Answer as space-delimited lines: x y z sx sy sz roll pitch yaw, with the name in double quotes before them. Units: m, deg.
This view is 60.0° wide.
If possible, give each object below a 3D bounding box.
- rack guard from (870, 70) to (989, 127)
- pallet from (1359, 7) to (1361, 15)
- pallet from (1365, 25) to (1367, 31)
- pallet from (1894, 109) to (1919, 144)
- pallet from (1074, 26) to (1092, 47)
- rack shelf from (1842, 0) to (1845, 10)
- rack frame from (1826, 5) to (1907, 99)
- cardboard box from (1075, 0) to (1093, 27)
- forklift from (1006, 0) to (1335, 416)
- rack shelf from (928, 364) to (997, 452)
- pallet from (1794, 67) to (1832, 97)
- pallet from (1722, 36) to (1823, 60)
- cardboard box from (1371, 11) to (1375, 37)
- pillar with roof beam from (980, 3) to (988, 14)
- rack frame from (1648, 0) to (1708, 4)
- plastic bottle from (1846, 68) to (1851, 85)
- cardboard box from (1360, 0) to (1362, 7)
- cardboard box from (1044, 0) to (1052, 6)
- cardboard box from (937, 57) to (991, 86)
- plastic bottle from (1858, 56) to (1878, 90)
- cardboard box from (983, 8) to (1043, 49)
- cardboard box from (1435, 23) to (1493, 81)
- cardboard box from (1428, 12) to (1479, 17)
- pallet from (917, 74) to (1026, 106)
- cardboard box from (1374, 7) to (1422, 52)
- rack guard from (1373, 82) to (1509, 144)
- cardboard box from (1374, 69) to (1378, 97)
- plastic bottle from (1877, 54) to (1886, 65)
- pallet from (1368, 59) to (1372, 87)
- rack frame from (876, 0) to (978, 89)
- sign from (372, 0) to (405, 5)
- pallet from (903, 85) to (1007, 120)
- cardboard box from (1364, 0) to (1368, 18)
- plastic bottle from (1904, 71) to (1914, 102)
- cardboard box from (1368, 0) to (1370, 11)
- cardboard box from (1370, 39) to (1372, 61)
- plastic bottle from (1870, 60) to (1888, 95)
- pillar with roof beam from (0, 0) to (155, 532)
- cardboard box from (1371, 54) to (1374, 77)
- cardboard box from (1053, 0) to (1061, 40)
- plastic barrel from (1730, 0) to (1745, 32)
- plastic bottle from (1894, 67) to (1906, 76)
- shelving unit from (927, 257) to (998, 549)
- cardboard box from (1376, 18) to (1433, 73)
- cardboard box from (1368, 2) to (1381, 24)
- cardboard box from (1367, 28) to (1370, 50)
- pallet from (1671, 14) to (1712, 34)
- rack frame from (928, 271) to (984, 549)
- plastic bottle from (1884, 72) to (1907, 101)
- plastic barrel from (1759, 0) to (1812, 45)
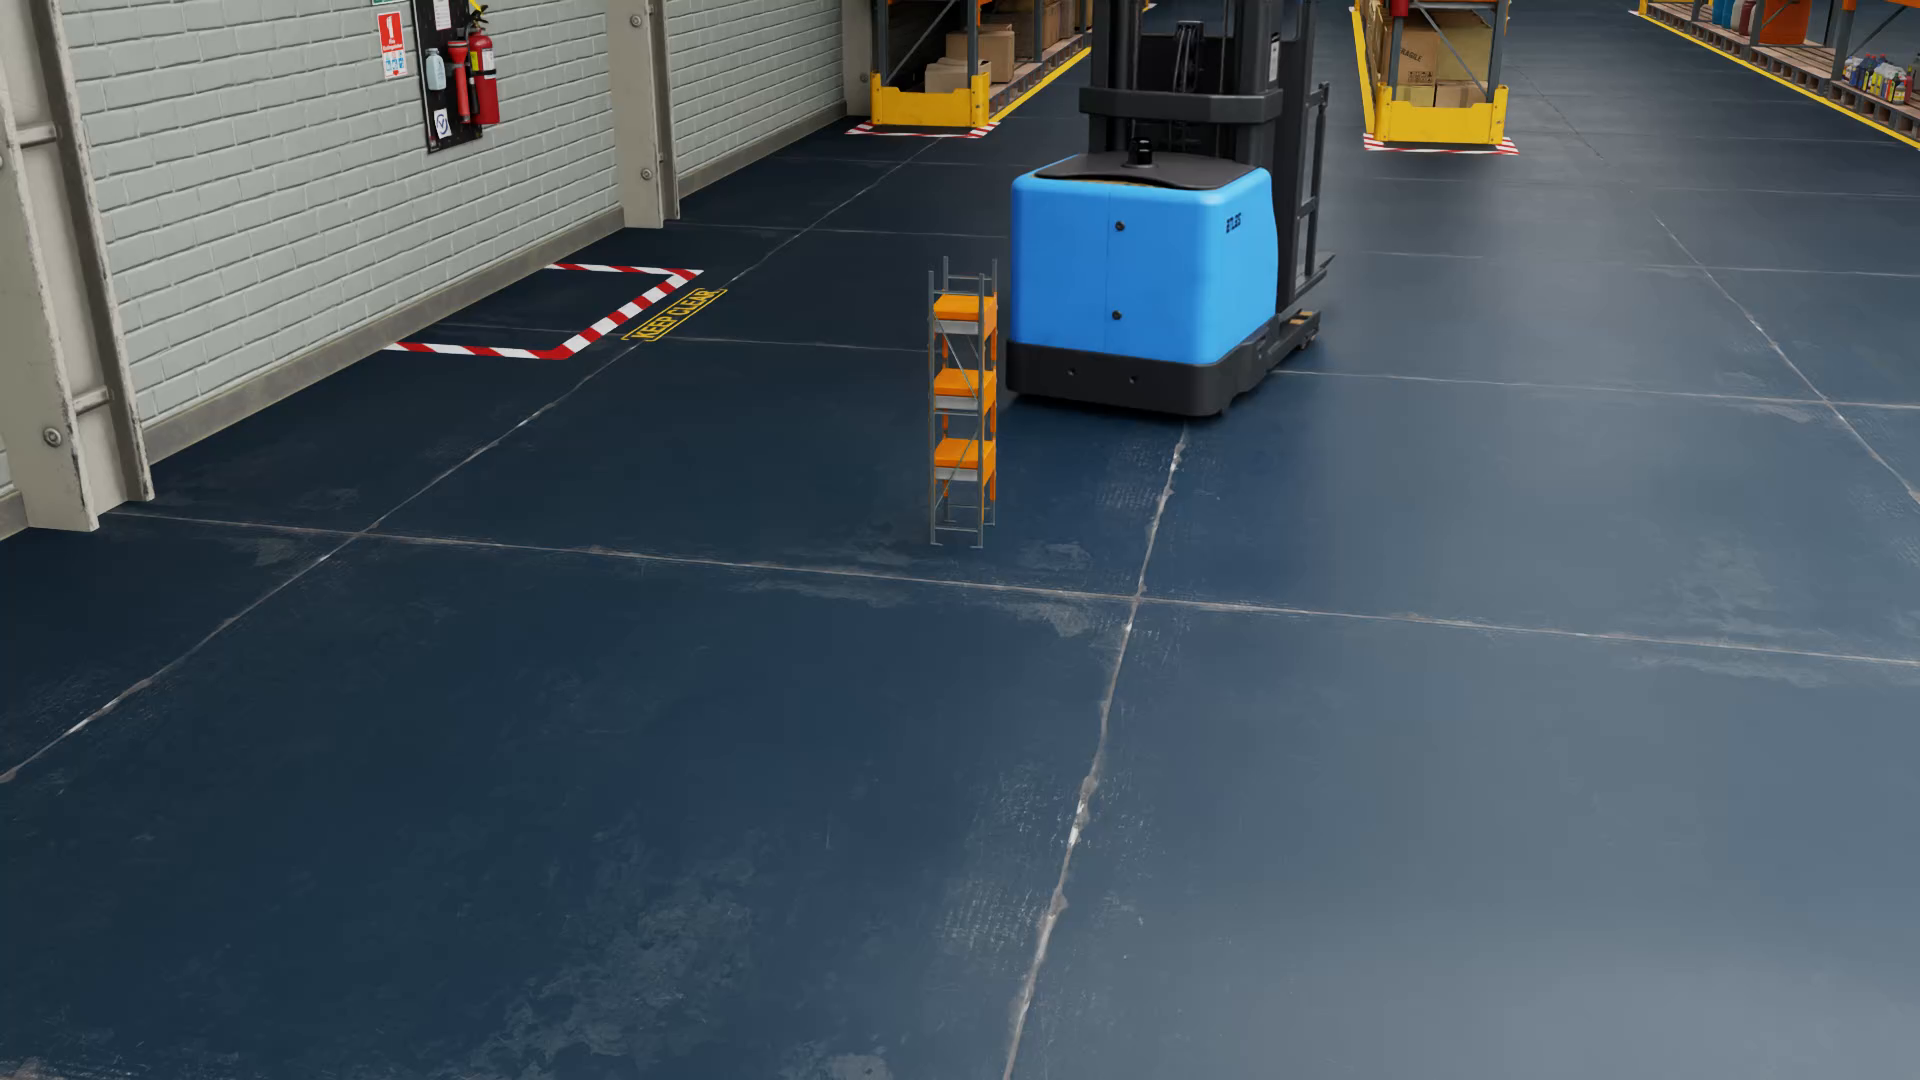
"rack guard" -0.305 -4.442 16.714 1.175 0.500 0.348 4 22 11
"pallet" 7.617 -9.436 29.501 1.003 0.211 1.213 4 22 11
"pallet" 6.849 -7.992 25.916 1.003 0.211 1.213 4 22 11
"pallet" 9.518 -3.853 15.638 1.003 0.211 1.213 4 22 11
"pallet" 1.546 -7.489 24.665 1.003 0.211 1.213 4 22 11
"rack shelf" 10.602 -6.679 19.886 1.077 0.370 4.000 4 22 11
"rack frame" 10.194 -6.281 17.935 1.000 3.000 0.127 4 22 11
"cardboard box" 1.590 -7.956 24.409 0.750 0.750 0.750 4 22 10
"forklift" 1.311 -2.435 8.477 1.130 2.935 3.031 10 24 24
"rack shelf" 0.011 -0.497 6.210 0.215 0.259 0.240 4 22 11
"pallet" 10.316 -5.278 19.177 1.003 0.211 1.213 4 22 11
"pallet" 11.130 -6.742 22.812 1.003 0.211 1.213 4 22 11
"cardboard box" 5.352 -6.383 20.555 0.500 0.311 0.500 4 22 11
"pillar with roof beam" 4.414 -10.545 20.490 9.100 9.000 0.400 4 22 11
"rack frame" 12.643 -10.670 28.832 1.000 3.000 0.127 4 22 11
"plastic bottle" 9.658 -5.030 17.985 0.097 0.201 0.097 0 22 0
"cardboard box" 6.970 -9.047 27.813 0.500 0.311 0.500 4 22 11
"cardboard box" 0.938 -7.233 22.050 0.500 0.250 0.500 4 22 11
"cardboard box" 0.025 -4.985 17.727 0.500 0.311 0.500 6 23 15
"plastic bottle" 9.585 -4.924 17.522 0.144 0.351 0.185 4 22 9
"cardboard box" 0.686 -6.545 21.345 0.700 0.500 0.500 4 22 10
"cardboard box" 4.957 -4.827 16.438 0.500 0.500 0.500 4 22 11
"cardboard box" 5.253 -5.376 17.802 0.500 0.500 0.500 4 22 11
"pallet" 0.146 -5.047 18.603 1.003 0.211 1.213 4 22 11
"cardboard box" 4.850 -5.598 18.354 0.500 0.500 0.500 4 22 11
"rack guard" 4.525 -4.029 15.689 1.175 0.500 0.348 4 22 11
"cardboard box" 4.540 -4.702 17.133 0.500 0.250 0.500 4 22 11
"plastic bottle" 9.764 -4.982 17.666 0.144 0.351 0.185 4 22 11
"pallet" 5.458 -5.639 20.073 1.003 0.211 1.213 4 22 11
"rack frame" -0.321 -5.574 16.178 1.000 3.000 0.127 4 22 11
"sign" -2.995 -2.870 8.706 0.001 0.109 0.331 4 22 11
"pallet" -0.105 -4.603 17.499 1.003 0.211 1.213 4 22 11
"cardboard box" 6.641 -8.472 26.132 0.500 0.500 0.500 3 22 8
"plastic bottle" 9.506 -4.550 16.683 0.061 0.283 0.133 4 22 11
"cardboard box" 6.229 -7.717 24.257 0.500 0.500 0.500 4 22 9
"cardboard box" 5.251 -5.938 20.202 0.500 0.250 0.500 4 22 10
"plastic bottle" 9.498 -4.769 17.136 0.144 0.351 0.185 4 22 10
"pillar with roof beam" 0.741 -3.962 4.145 9.100 9.000 0.400 4 22 11
"cardboard box" 4.847 -5.251 18.494 0.500 0.250 0.500 4 22 11
"cardboard box" 0.997 -7.097 22.718 0.700 0.500 0.500 4 22 11
"plastic barrel" 11.352 -7.592 23.956 0.421 0.512 0.421 0 22 0
"plastic bottle" 9.648 -4.732 17.145 0.152 0.276 0.135 4 22 11
"shelving unit" 0.011 -0.507 6.206 0.215 1.050 0.252 4 22 11
"cardboard box" 4.537 -5.050 16.993 0.500 0.500 0.500 4 22 11
"cardboard box" 5.669 -6.941 21.940 0.500 0.311 0.500 4 22 10
"cardboard box" 5.566 -6.499 21.594 0.500 0.250 0.500 4 22 10
"pallet" 11.938 -8.186 26.396 1.003 0.211 1.213 4 22 11
"rack frame" -0.014 -0.462 6.095 0.200 1.050 0.008 4 22 11
"plastic bottle" 9.402 -4.554 16.704 0.152 0.276 0.135 5 22 11
"plastic barrel" 11.093 -7.113 22.342 0.600 0.830 0.708 4 22 11
